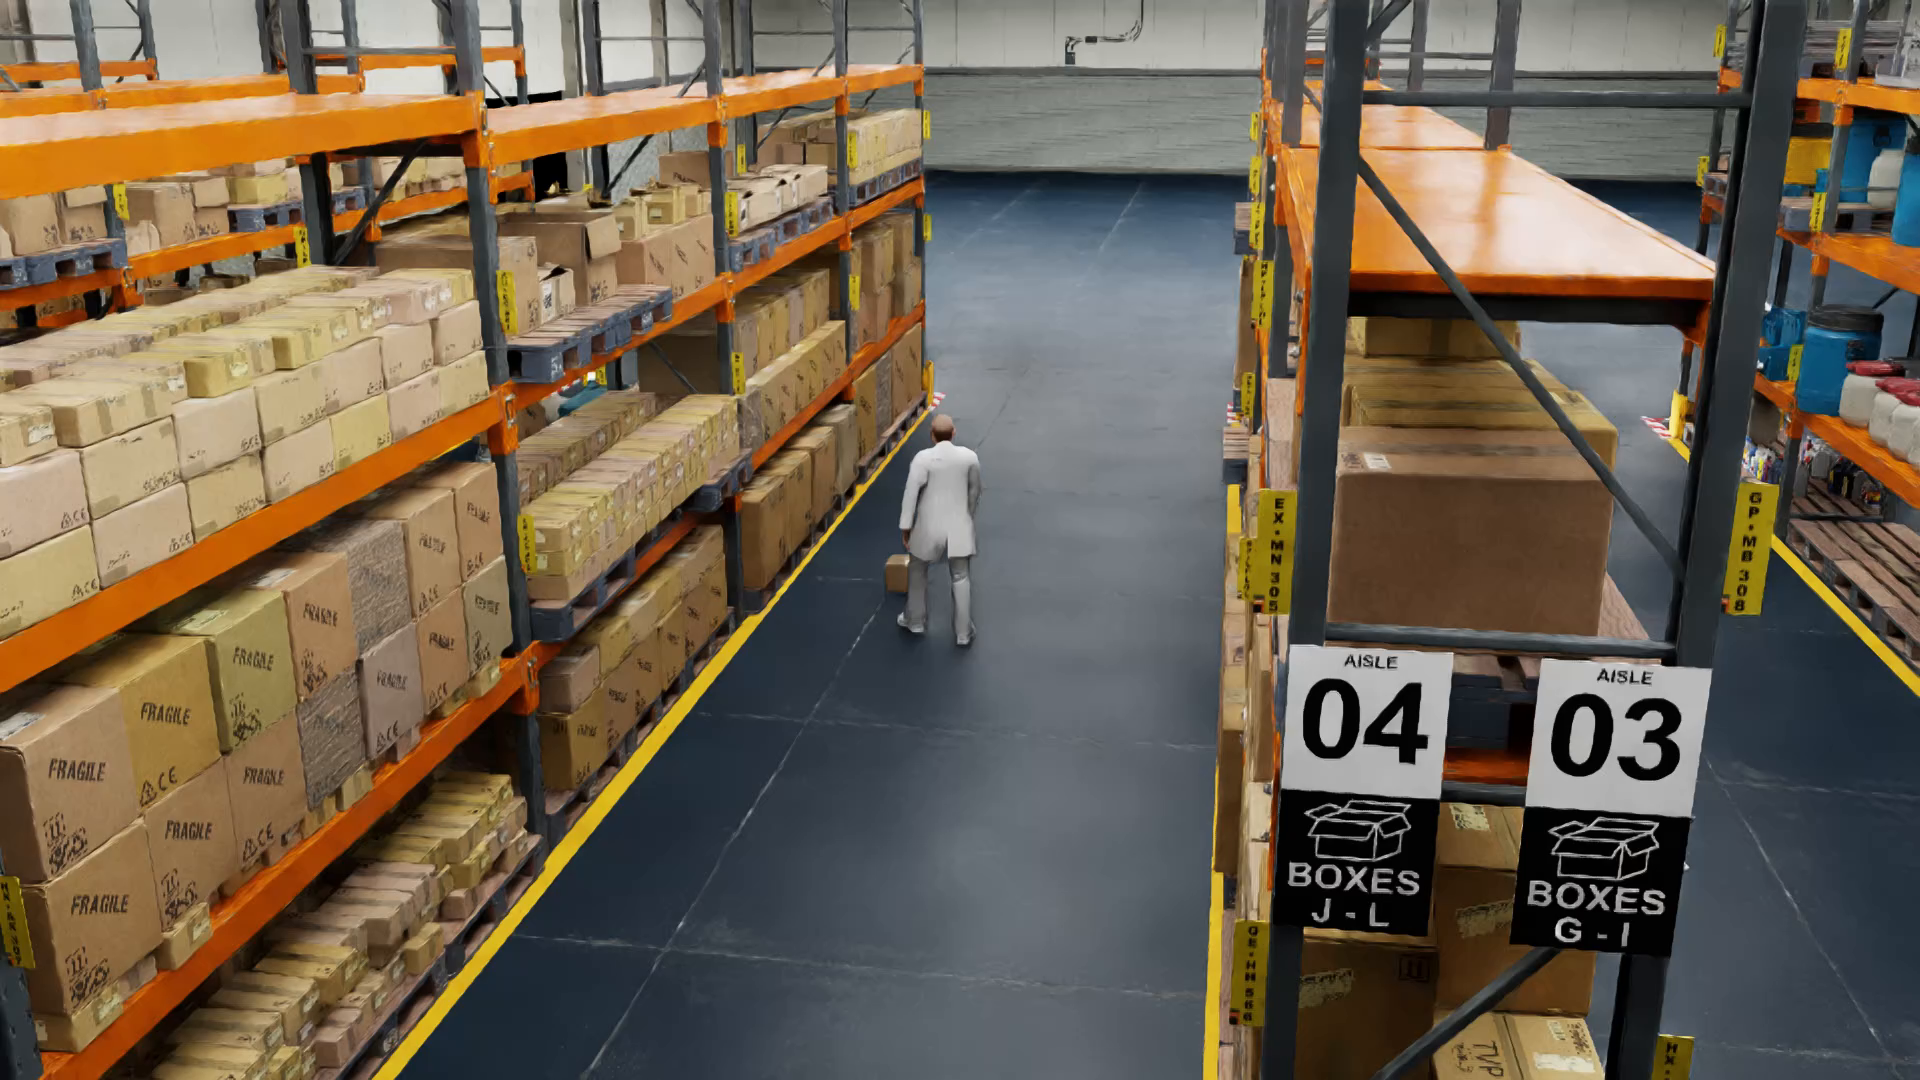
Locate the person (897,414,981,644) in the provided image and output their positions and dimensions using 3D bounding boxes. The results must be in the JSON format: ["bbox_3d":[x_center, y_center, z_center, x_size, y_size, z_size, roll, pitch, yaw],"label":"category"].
[{"bbox_3d":[-0.162,-0.111,12.914,0.680,1.761,0.683,-4,18,-11],"label":"person"}]
